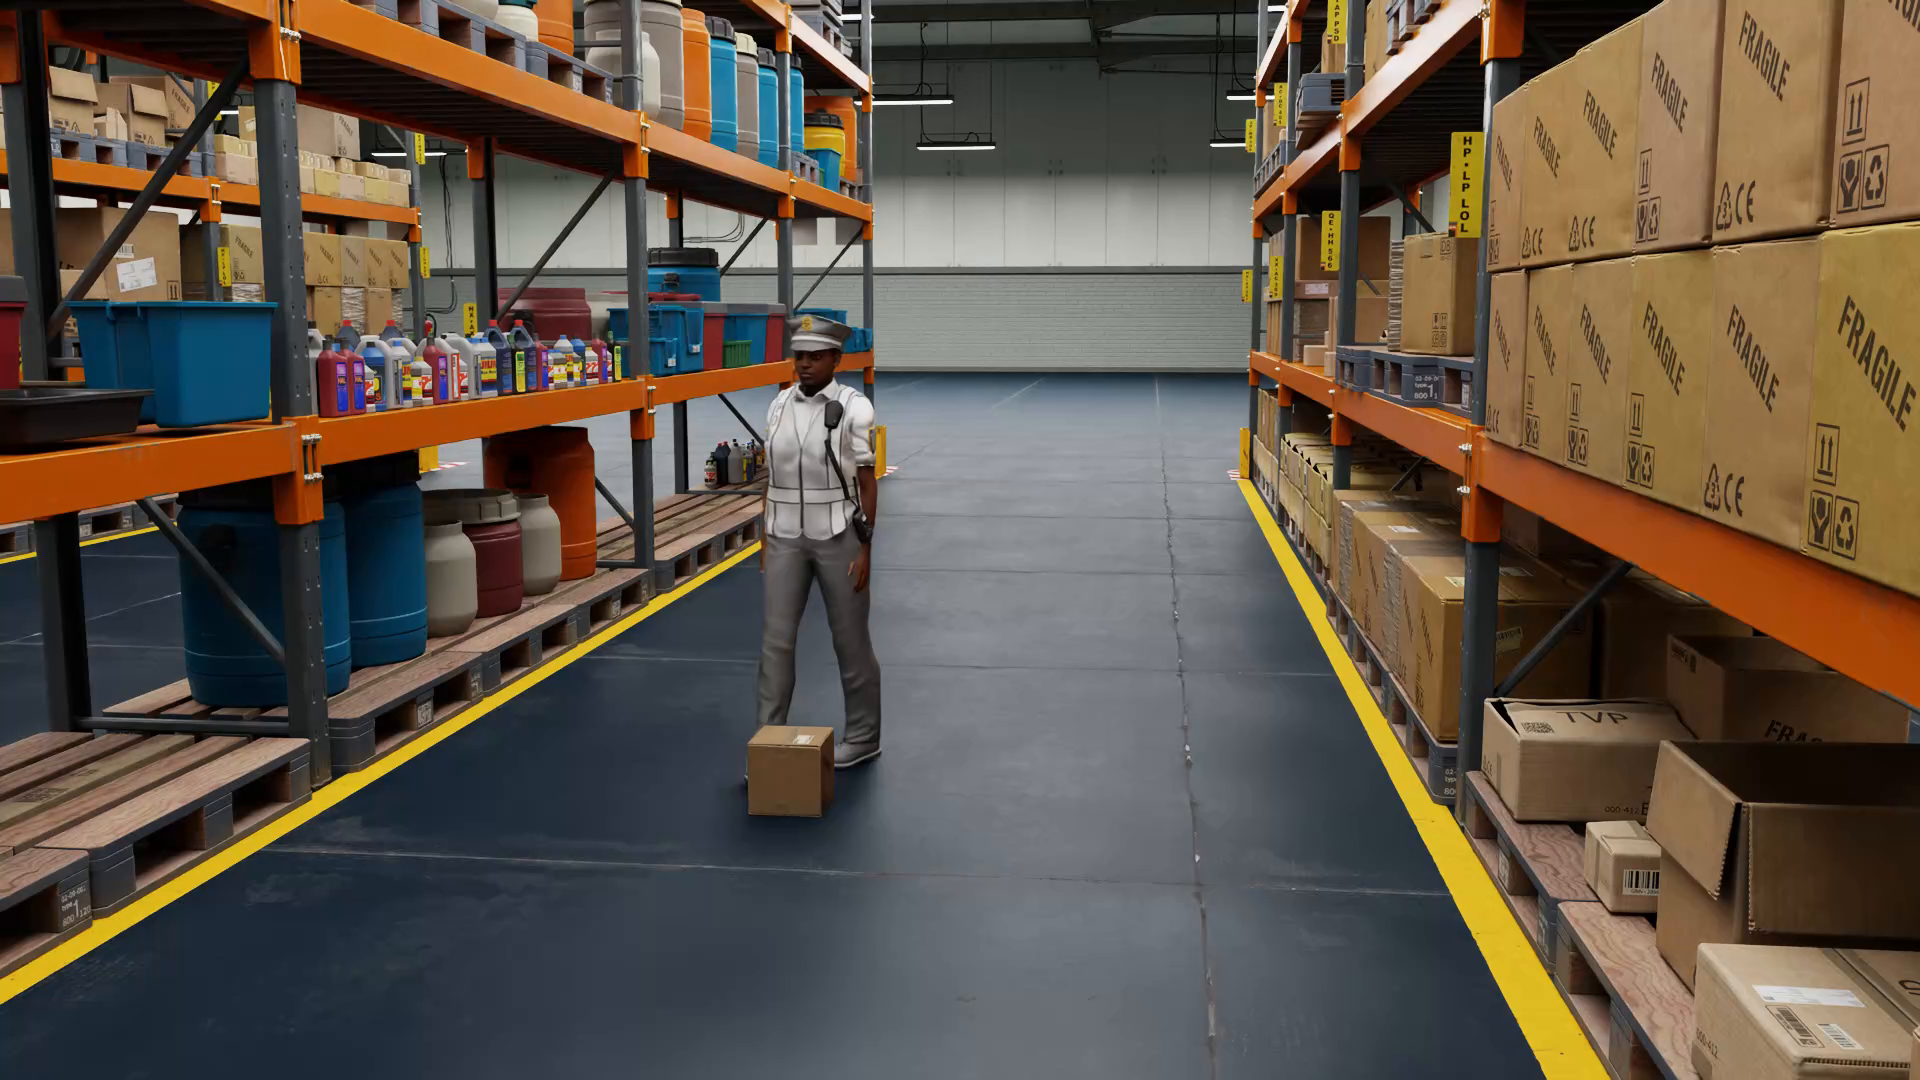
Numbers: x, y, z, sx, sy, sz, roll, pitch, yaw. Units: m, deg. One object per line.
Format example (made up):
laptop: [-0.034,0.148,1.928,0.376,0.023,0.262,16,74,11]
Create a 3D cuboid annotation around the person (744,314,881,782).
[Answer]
person: [-0.557,0.028,6.025,0.459,1.680,0.571,2,8,17]
